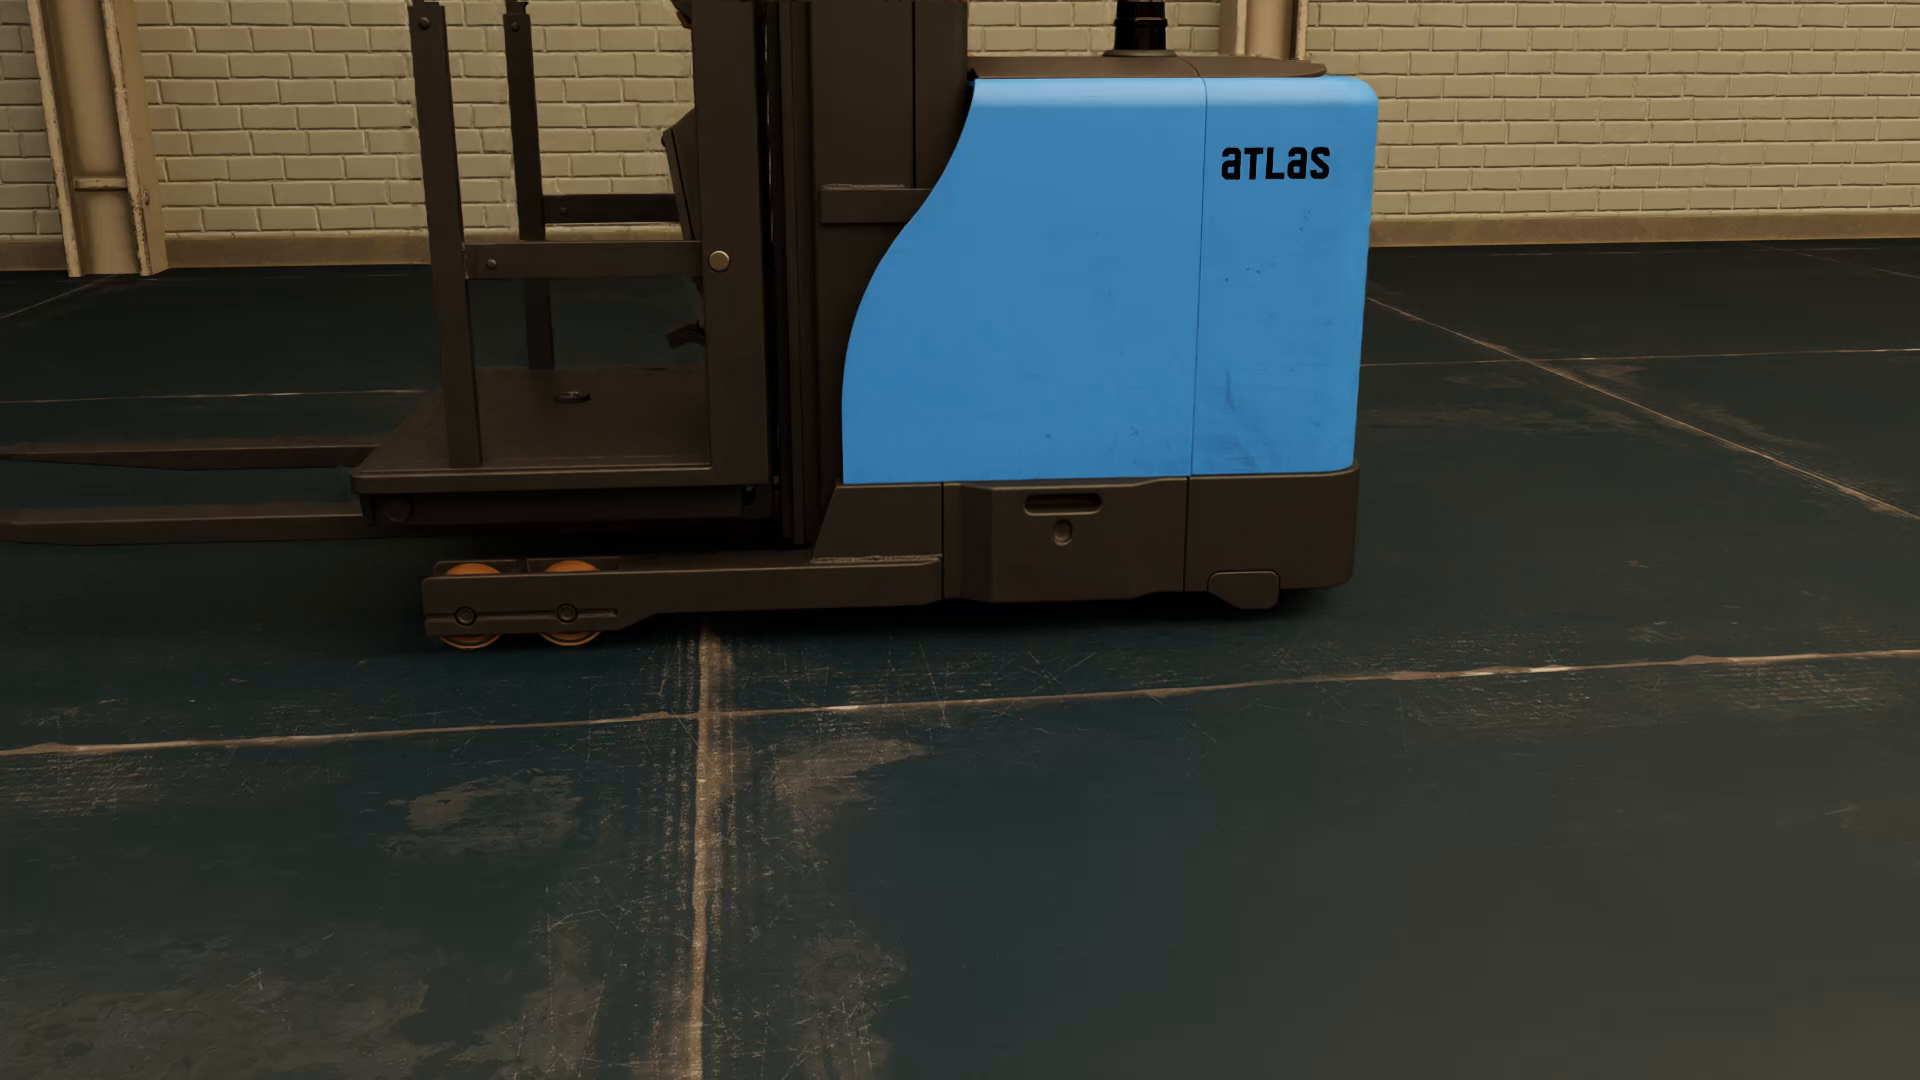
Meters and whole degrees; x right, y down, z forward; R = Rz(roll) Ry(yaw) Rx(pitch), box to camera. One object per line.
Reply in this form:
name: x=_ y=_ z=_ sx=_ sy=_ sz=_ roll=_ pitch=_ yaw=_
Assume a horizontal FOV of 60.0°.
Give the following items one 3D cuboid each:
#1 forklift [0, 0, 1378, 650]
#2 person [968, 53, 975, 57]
forklift: x=-0.727 y=-1.348 z=3.361 sx=3.031 sy=2.935 sz=1.130 roll=-2 pitch=17 yaw=-5
person: x=0.035 y=-1.175 z=5.339 sx=0.856 sy=1.464 sz=1.039 roll=16 pitch=23 yaw=42
